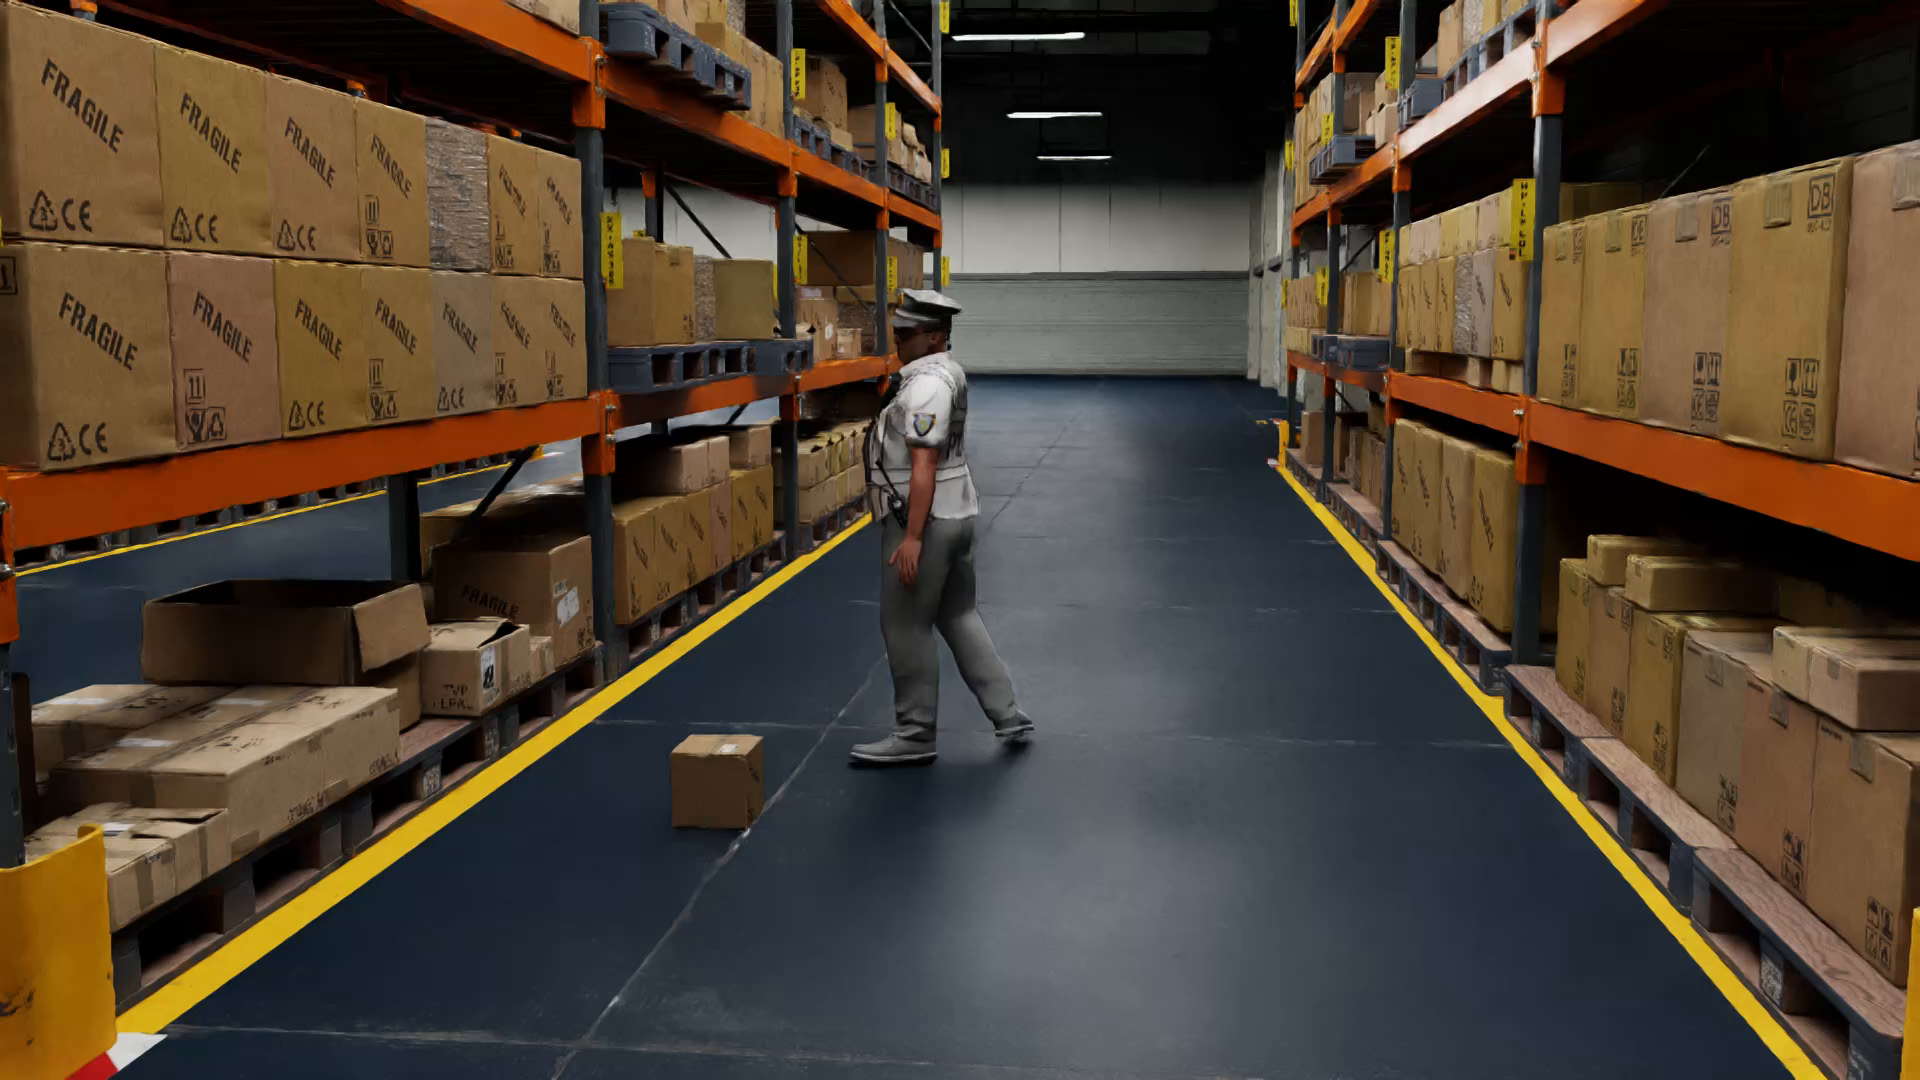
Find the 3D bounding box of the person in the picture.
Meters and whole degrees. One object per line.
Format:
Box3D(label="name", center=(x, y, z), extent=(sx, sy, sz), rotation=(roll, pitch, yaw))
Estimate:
Box3D(label="person", center=(-0.069, -0.054, 6.185), extent=(0.607, 1.743, 0.738), rotation=(2, 8, 13))
